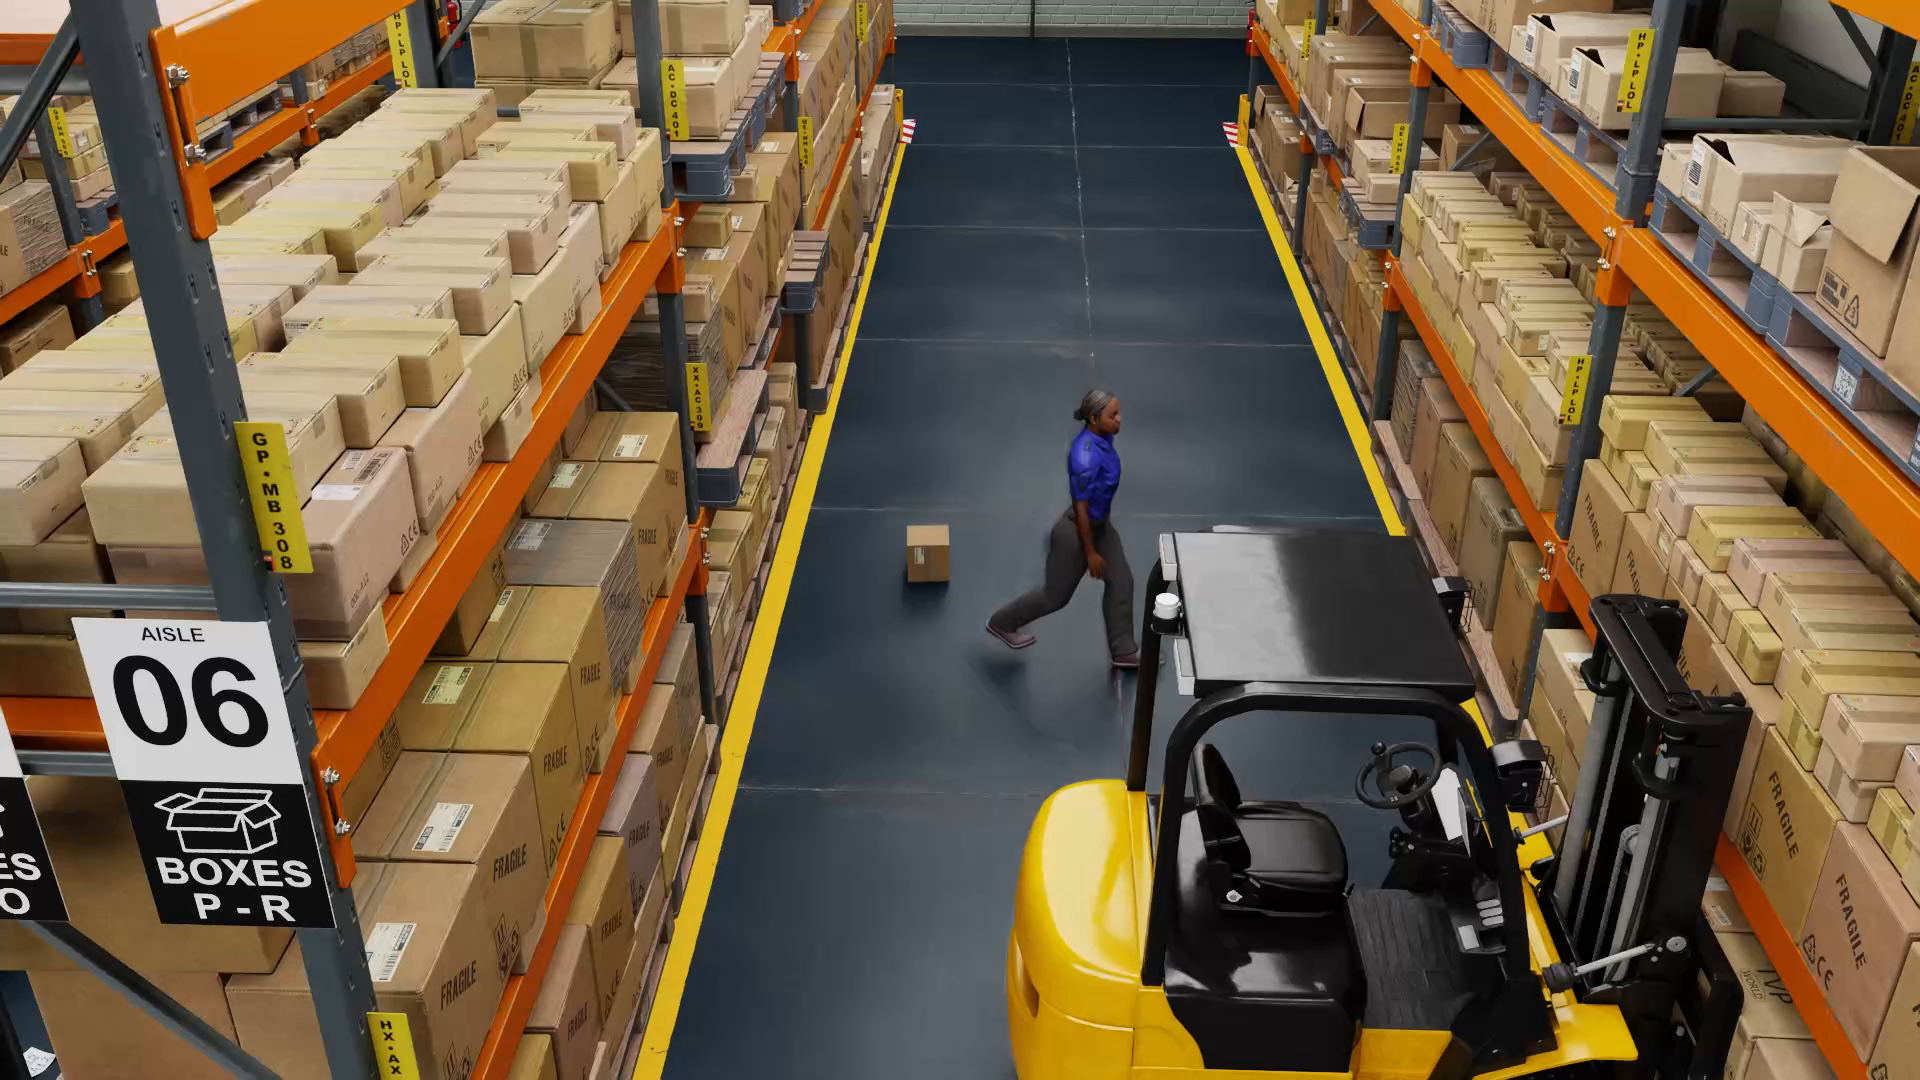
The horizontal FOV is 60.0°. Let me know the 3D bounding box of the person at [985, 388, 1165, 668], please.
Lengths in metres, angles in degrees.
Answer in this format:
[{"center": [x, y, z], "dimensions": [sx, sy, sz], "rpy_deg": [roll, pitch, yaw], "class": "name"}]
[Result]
[{"center": [0.616, -0.047, 8.720], "dimensions": [0.986, 1.607, 0.456], "rpy_deg": [10, 30, 17], "class": "person"}]
